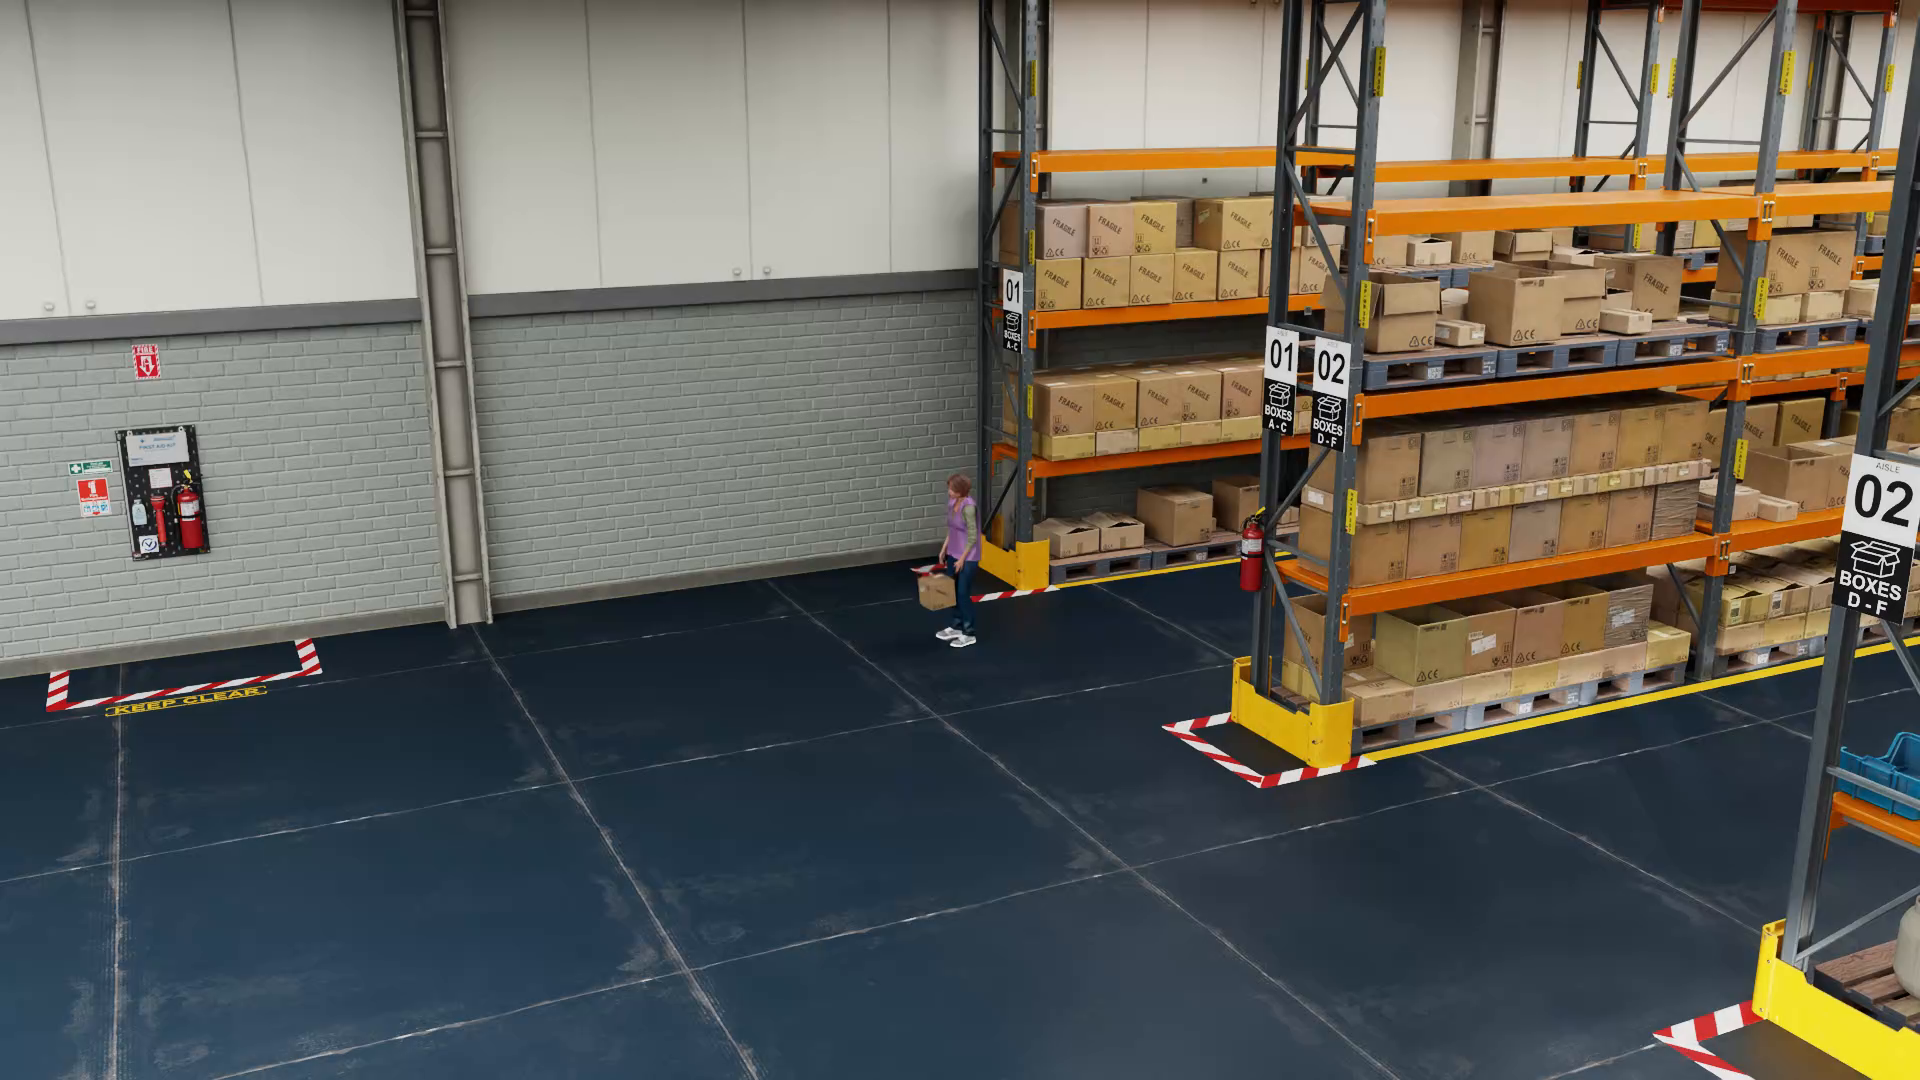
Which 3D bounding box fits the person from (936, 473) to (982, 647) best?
[{"bbox_3d":[0.013,0.167,15.123,0.336,1.599,0.450,-8,17,-26],"label":"person"}]
